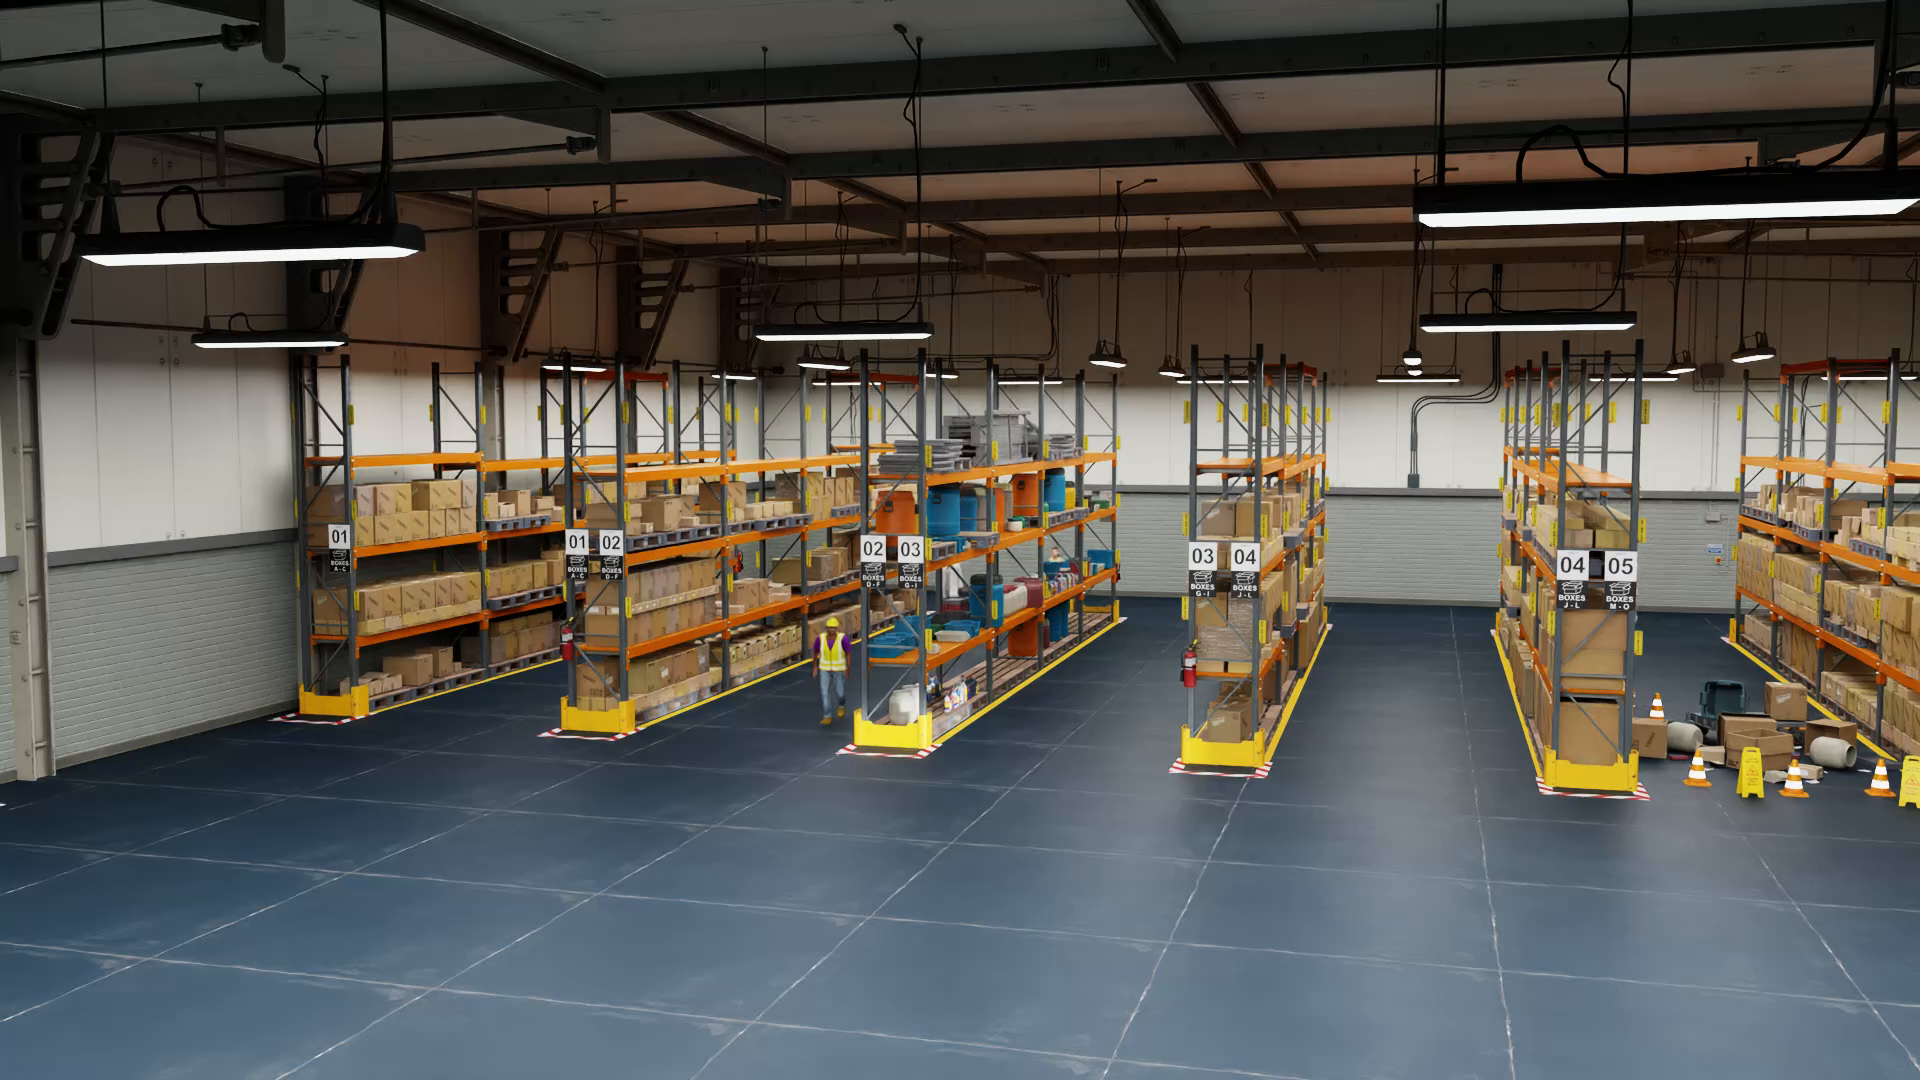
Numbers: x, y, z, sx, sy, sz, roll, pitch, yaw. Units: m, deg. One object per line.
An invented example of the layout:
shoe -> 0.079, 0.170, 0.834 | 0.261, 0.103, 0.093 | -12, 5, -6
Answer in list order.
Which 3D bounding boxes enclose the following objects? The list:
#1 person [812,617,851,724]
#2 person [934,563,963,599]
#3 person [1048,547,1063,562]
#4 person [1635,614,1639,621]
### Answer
person -> -2.087, 2.109, 27.121 | 0.642, 1.742, 0.665 | 0, 4, 1
person -> -0.286, 1.147, 39.612 | 0.600, 1.713, 1.141 | 1, 5, 19
person -> 2.430, 0.991, 42.537 | 0.500, 1.605, 1.064 | 1, 5, 18
person -> 15.530, 1.179, 39.307 | 1.034, 1.754, 0.517 | 1, 4, 10
